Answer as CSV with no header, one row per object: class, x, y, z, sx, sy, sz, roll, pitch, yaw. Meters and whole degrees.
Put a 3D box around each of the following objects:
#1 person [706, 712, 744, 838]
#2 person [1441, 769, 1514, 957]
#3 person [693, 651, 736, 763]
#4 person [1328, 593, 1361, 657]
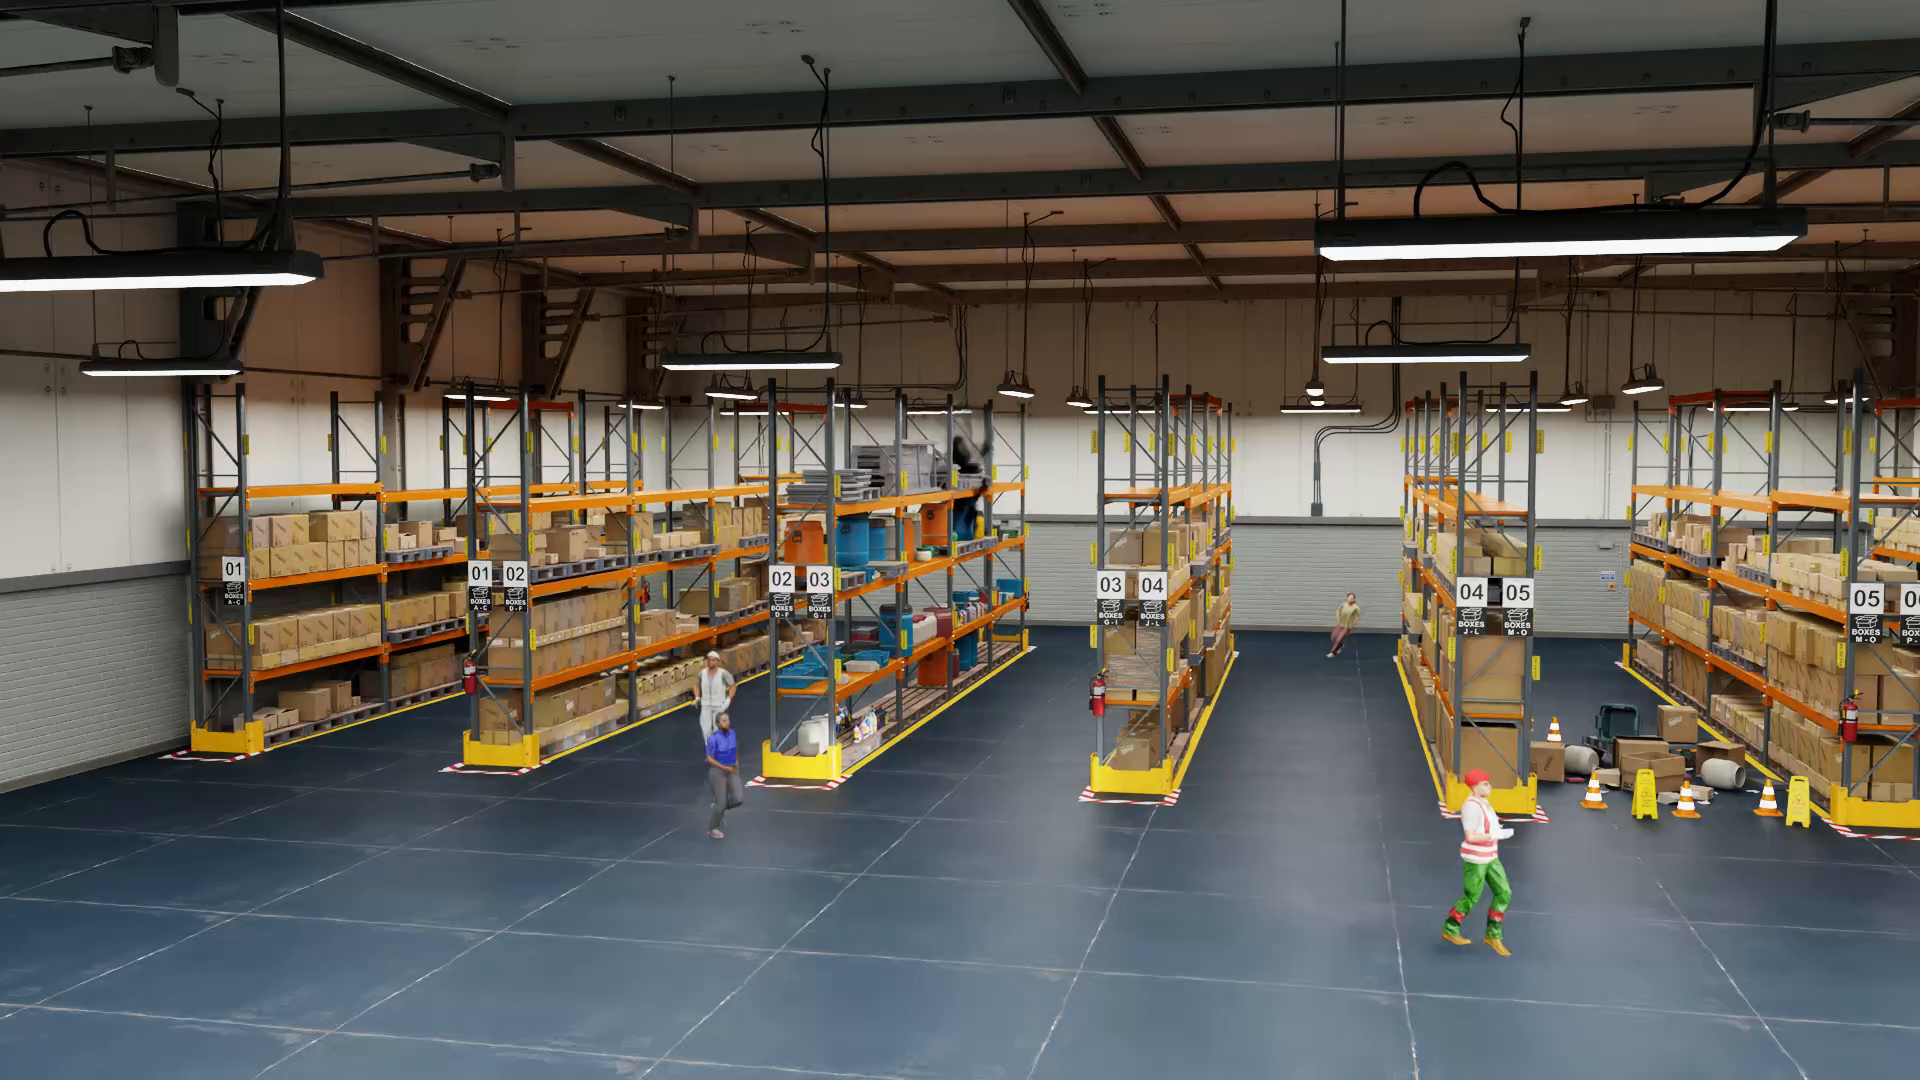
person,-2.978,2.991,21.200,0.616,1.613,0.601,3,4,42
person,5.110,3.167,16.331,0.736,1.836,0.632,3,4,41
person,-3.887,2.622,26.317,0.698,1.747,0.724,0,3,6
person,9.054,2.004,39.056,0.702,1.532,0.535,3,4,40
